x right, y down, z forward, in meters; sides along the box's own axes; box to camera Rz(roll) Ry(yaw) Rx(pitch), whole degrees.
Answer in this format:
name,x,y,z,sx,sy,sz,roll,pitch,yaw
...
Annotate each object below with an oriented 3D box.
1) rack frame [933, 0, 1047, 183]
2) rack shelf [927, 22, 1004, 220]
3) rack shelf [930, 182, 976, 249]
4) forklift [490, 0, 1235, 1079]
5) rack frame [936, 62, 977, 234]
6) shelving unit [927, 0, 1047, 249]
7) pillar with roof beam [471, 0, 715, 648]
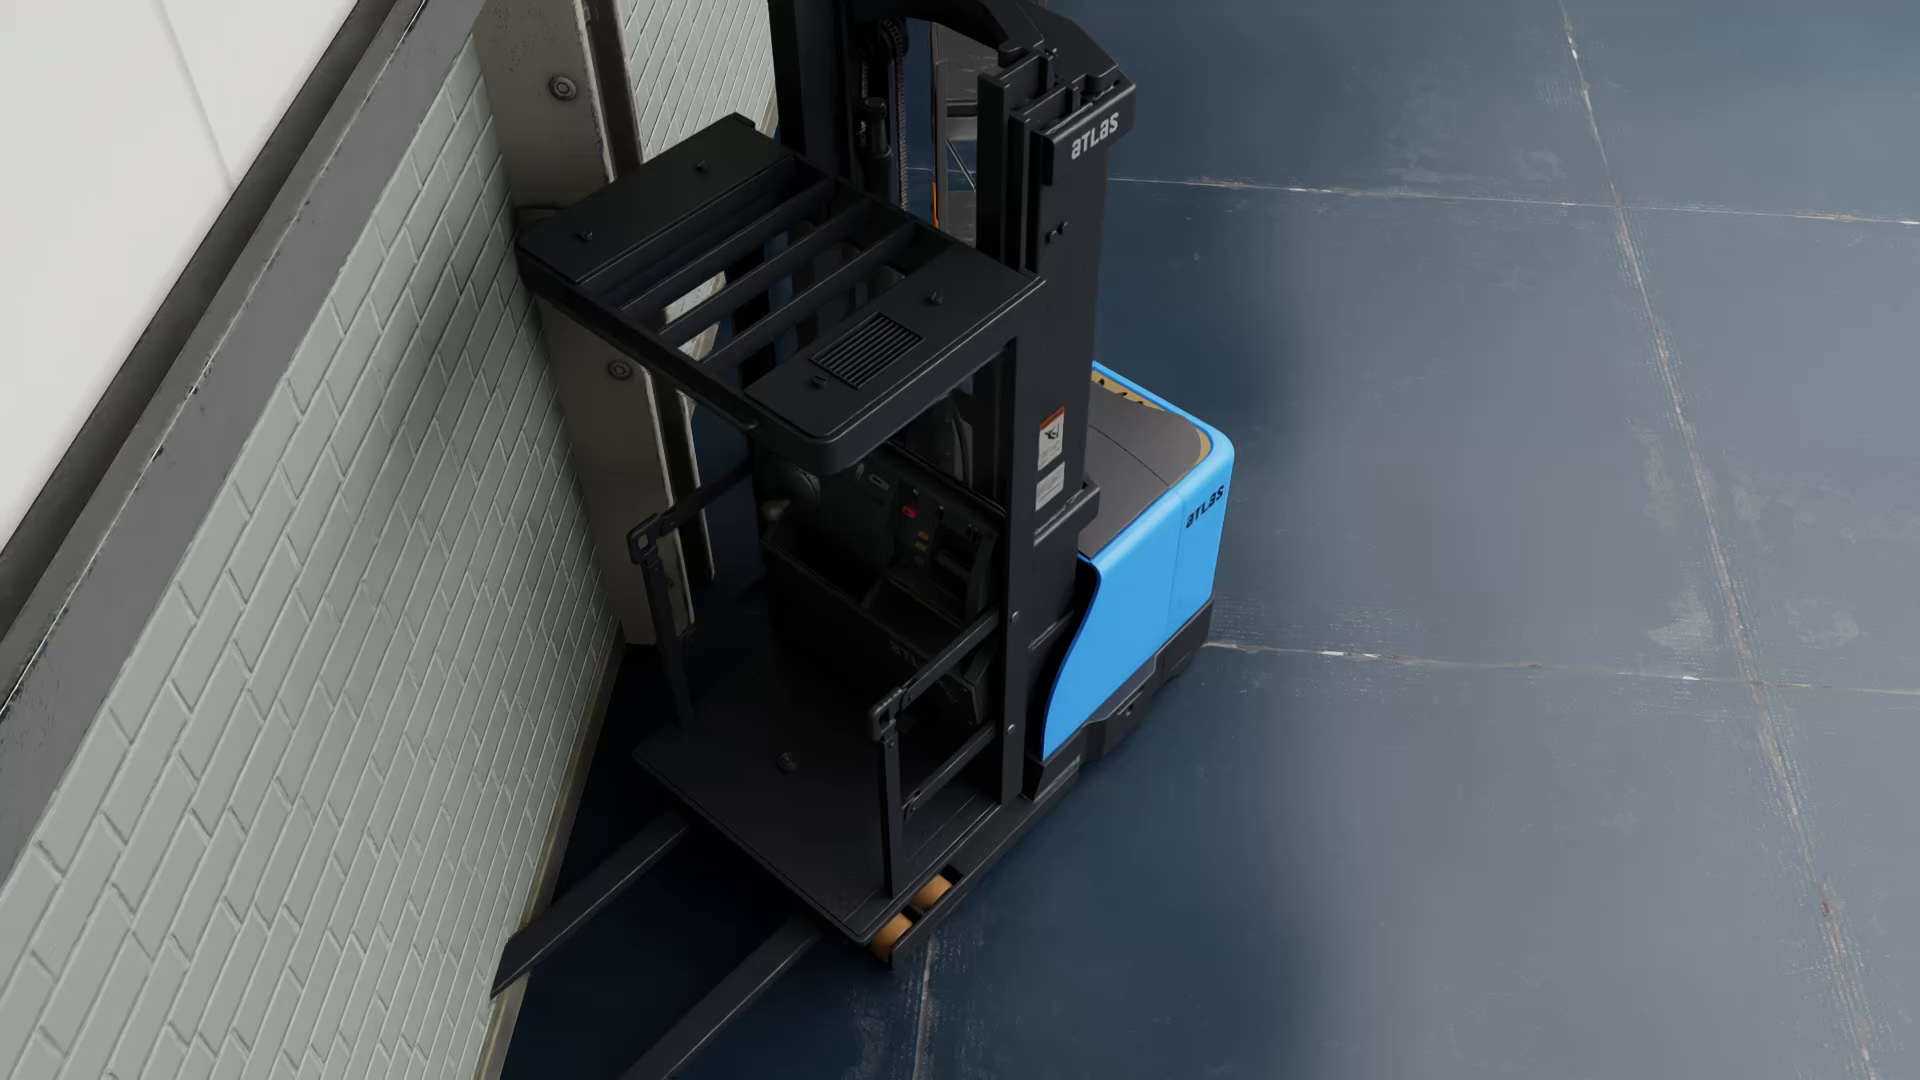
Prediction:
name,x,y,z,sx,sy,sz,roll,pitch,yaw
rack frame,0.100,-1.190,6.439,0.400,2.100,0.015,-2,48,-2
rack shelf,0.111,-1.471,5.766,0.431,0.518,0.480,-2,48,-2
rack shelf,0.111,-1.000,6.285,0.431,0.518,0.480,-2,48,-2
forklift,-0.402,-0.023,4.810,1.130,2.935,3.031,33,56,27
rack frame,0.122,-0.829,6.111,0.400,2.100,0.015,-2,48,-2
shelving unit,0.111,-1.009,6.275,0.431,2.100,0.503,-2,48,-2
pillar with roof beam,3.134,-2.489,2.954,9.100,9.000,0.400,4,48,4
